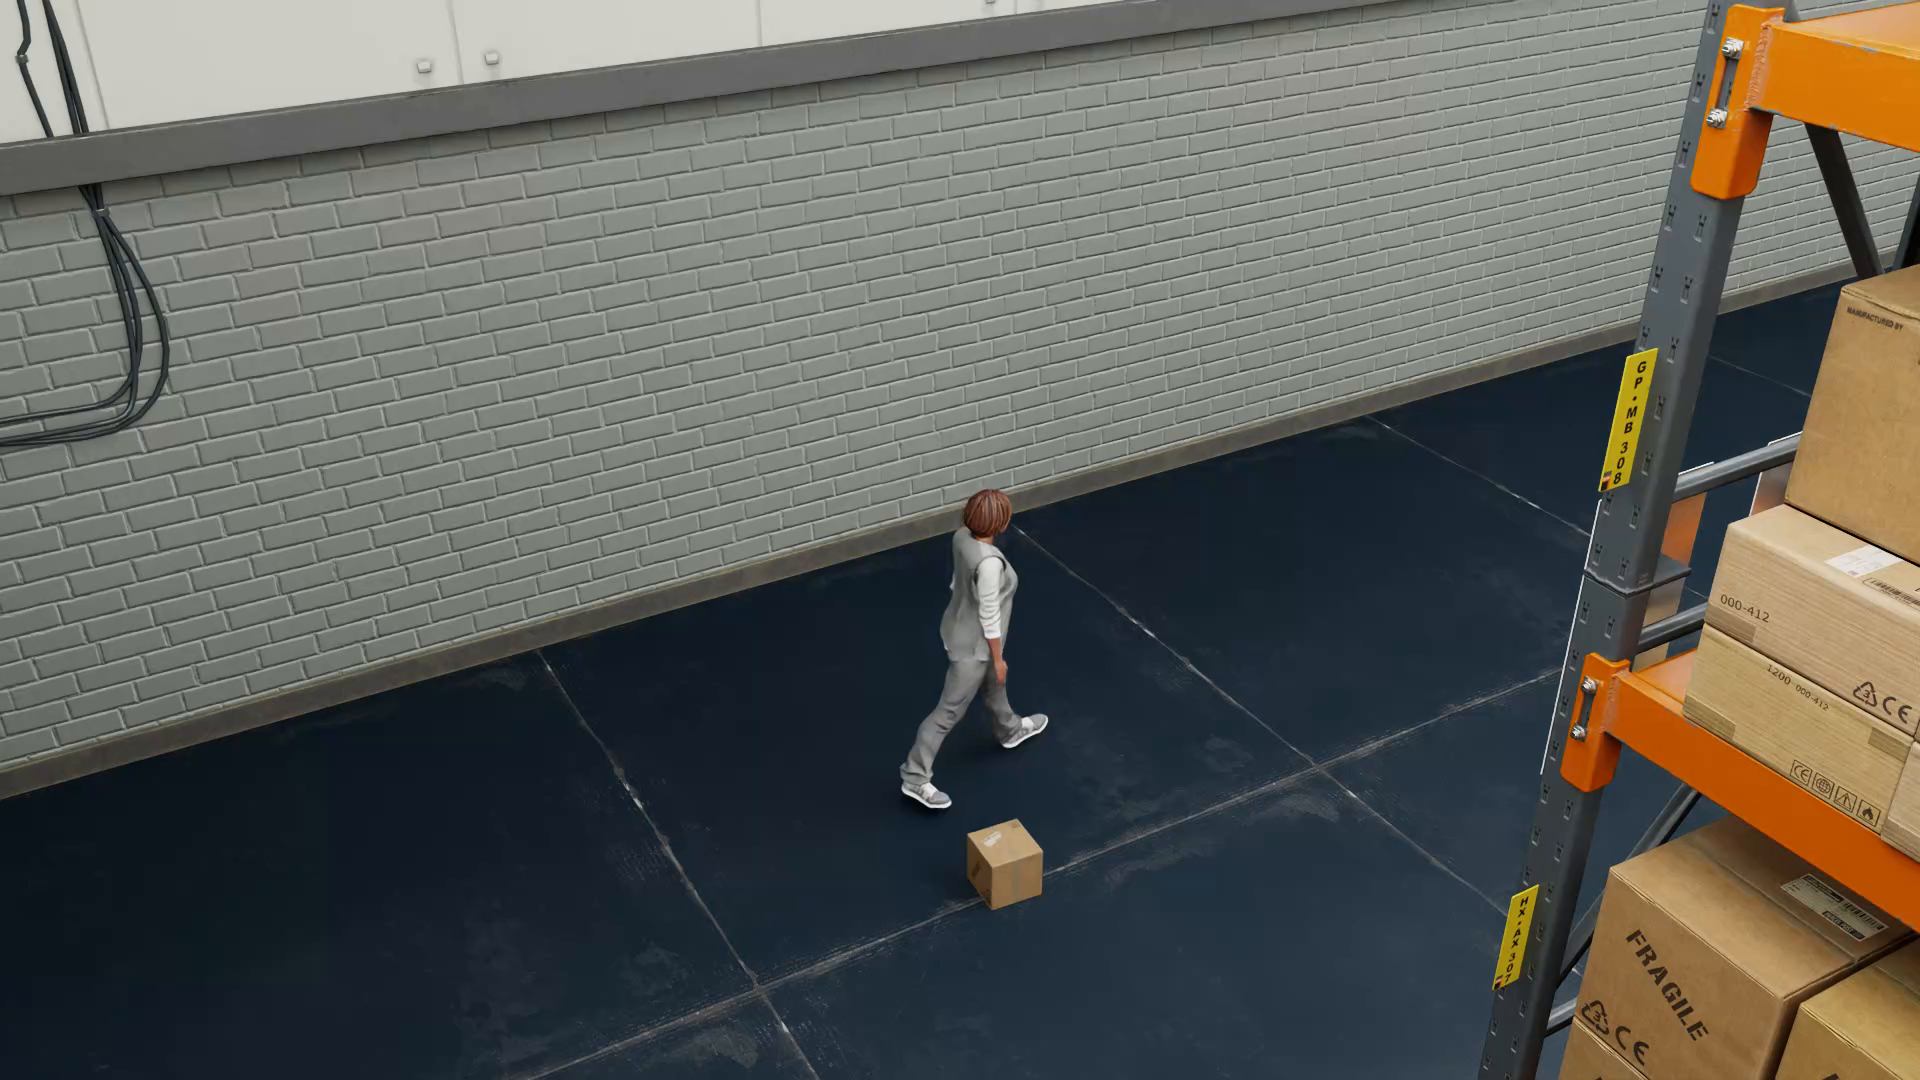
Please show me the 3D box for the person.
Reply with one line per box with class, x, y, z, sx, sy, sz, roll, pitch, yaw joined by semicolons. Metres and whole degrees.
person;0.094;0.454;7.743;0.815;1.551;0.554;-6;30;-11
